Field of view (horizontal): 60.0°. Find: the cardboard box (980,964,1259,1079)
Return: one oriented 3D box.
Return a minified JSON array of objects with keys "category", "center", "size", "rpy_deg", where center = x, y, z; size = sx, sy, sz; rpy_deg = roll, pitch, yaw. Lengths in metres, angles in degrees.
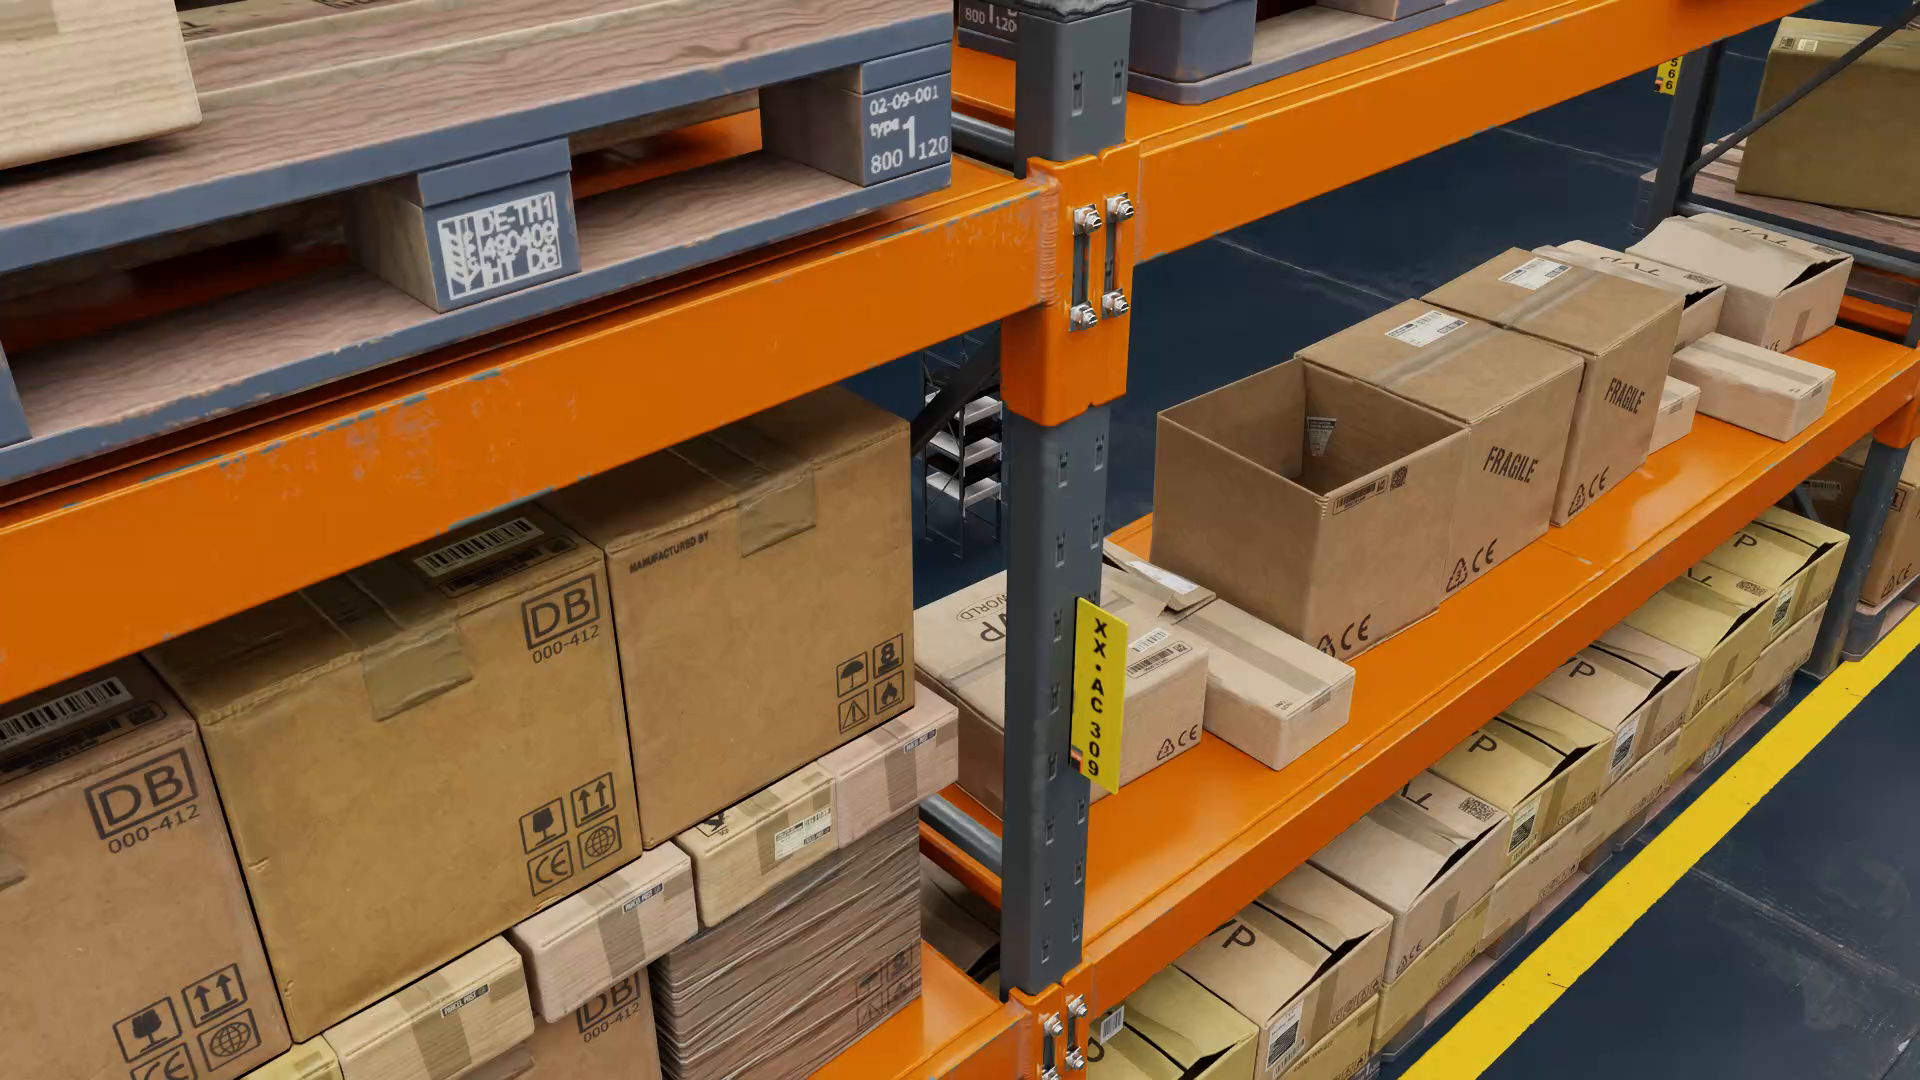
[{"category":"cardboard box","center":[0.307,1.139,3.707],"size":[0.500,0.311,0.500],"rpy_deg":[-26,40,-35]}]

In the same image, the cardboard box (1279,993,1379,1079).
[{"category":"cardboard box","center":[0.675,1.201,4.144],"size":[0.500,0.250,0.500],"rpy_deg":[-25,39,-34]}]

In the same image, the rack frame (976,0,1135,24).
[{"category":"rack frame","center":[-0.165,-2.124,1.597],"size":[0.127,3.000,1.000],"rpy_deg":[-26,40,-35]}]

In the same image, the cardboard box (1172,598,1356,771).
[{"category":"cardboard box","center":[0.624,0.307,3.613],"size":[0.250,0.149,0.380],"rpy_deg":[-26,40,-35]}]

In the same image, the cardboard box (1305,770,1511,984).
[{"category":"cardboard box","center":[1.057,0.780,4.295],"size":[0.500,0.311,0.500],"rpy_deg":[-27,41,-37]}]

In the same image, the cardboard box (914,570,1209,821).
[{"category":"cardboard box","center":[0.166,0.309,3.514],"size":[0.500,0.250,0.500],"rpy_deg":[-23,38,-33]}]

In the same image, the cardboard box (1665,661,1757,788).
[{"category":"cardboard box","center":[2.173,0.475,5.331],"size":[0.500,0.250,0.500],"rpy_deg":[-26,40,-36]}]

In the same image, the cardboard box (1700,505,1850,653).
[{"category":"cardboard box","center":[2.551,0.052,5.486],"size":[0.500,0.311,0.500],"rpy_deg":[-25,39,-34]}]

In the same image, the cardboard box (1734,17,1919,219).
[{"category":"cardboard box","center":[3.153,-1.471,5.782],"size":[0.700,0.500,0.500],"rpy_deg":[15,35,23]}]

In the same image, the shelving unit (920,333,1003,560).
[{"category":"shelving unit","center":[0.006,-0.387,6.520],"size":[0.210,0.900,0.258],"rpy_deg":[-26,40,-35]}]

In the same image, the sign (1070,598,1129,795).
[{"category":"sign","center":[0.214,0.245,2.569],"size":[0.005,0.325,0.100],"rpy_deg":[-26,40,-35]}]

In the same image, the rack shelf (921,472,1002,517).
[{"category":"rack shelf","center":[0.006,-0.205,6.631],"size":[0.200,0.077,0.258],"rpy_deg":[-26,40,-35]}]

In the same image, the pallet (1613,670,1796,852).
[{"category":"pallet","center":[2.138,0.484,5.756],"size":[1.213,0.211,1.003],"rpy_deg":[-26,40,-35]}]

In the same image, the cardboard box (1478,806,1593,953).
[{"category":"cardboard box","center":[1.427,0.836,4.741],"size":[0.500,0.250,0.500],"rpy_deg":[-25,39,-35]}]

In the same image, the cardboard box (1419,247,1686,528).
[{"category":"cardboard box","center":[1.549,-0.424,4.473],"size":[0.500,0.500,0.500],"rpy_deg":[27,40,36]}]

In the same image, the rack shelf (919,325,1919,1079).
[{"category":"rack shelf","center":[1.302,0.033,4.510],"size":[4.000,0.370,1.077],"rpy_deg":[-26,40,-35]}]

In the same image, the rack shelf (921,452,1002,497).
[{"category":"rack shelf","center":[0.006,-0.282,6.584],"size":[0.200,0.077,0.258],"rpy_deg":[-26,40,-35]}]

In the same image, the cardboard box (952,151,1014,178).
[{"category":"cardboard box","center":[0.026,-2.349,9.375],"size":[0.750,0.750,0.750],"rpy_deg":[-26,40,-36]}]

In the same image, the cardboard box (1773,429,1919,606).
[{"category":"cardboard box","center":[3.296,-0.156,6.105],"size":[0.500,0.500,0.500],"rpy_deg":[-24,39,-34]}]

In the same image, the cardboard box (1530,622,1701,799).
[{"category":"cardboard box","center":[1.803,0.417,4.889],"size":[0.500,0.311,0.500],"rpy_deg":[-26,40,-36]}]

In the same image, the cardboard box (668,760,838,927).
[{"category":"cardboard box","center":[-0.401,0.382,2.533],"size":[0.250,0.149,0.380],"rpy_deg":[-27,40,-36]}]

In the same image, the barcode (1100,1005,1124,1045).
[{"category":"barcode","center":[0.305,0.974,3.336],"size":[0.075,0.075,0.001],"rpy_deg":[-26,40,-35]}]

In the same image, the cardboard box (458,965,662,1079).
[{"category":"cardboard box","center":[-0.868,0.743,2.564],"size":[0.500,0.500,0.700],"rpy_deg":[-26,40,-36]}]

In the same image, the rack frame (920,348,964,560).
[{"category":"rack frame","center":[-0.069,-0.351,6.461],"size":[0.006,0.900,0.240],"rpy_deg":[-26,40,-35]}]

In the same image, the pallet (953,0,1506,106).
[{"category":"pallet","center":[0.473,-1.080,2.949],"size":[0.805,0.209,1.217],"rpy_deg":[27,41,37]}]

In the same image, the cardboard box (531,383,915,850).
[{"category":"cardboard box","center":[-0.486,0.000,2.536],"size":[0.500,0.500,0.700],"rpy_deg":[-26,40,-35]}]

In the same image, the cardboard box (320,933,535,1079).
[{"category":"cardboard box","center":[-0.784,0.569,2.226],"size":[0.250,0.149,0.380],"rpy_deg":[-26,40,-36]}]

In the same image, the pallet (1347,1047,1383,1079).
[{"category":"pallet","center":[0.349,1.349,4.341],"size":[1.213,0.211,1.003],"rpy_deg":[-26,40,-35]}]

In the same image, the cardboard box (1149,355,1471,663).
[{"category":"cardboard box","center":[0.796,-0.060,3.877],"size":[0.500,0.500,0.500],"rpy_deg":[-23,38,-32]}]

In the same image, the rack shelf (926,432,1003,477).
[{"category":"rack shelf","center":[0.006,-0.358,6.537],"size":[0.200,0.077,0.258],"rpy_deg":[-26,40,-35]}]

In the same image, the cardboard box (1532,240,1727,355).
[{"category":"cardboard box","center":[1.981,-0.702,5.108],"size":[0.500,0.311,0.500],"rpy_deg":[-26,40,-36]}]

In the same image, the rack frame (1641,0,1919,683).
[{"category":"rack frame","center":[2.768,-0.983,5.482],"size":[0.127,3.000,1.000],"rpy_deg":[-26,40,-35]}]

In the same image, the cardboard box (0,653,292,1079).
[{"category":"cardboard box","center":[-1.223,0.357,1.952],"size":[0.500,0.500,0.700],"rpy_deg":[-26,40,-35]}]

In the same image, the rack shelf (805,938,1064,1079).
[{"category":"rack shelf","center":[-1.632,1.452,2.189],"size":[4.000,0.370,1.077],"rpy_deg":[-26,40,-35]}]
